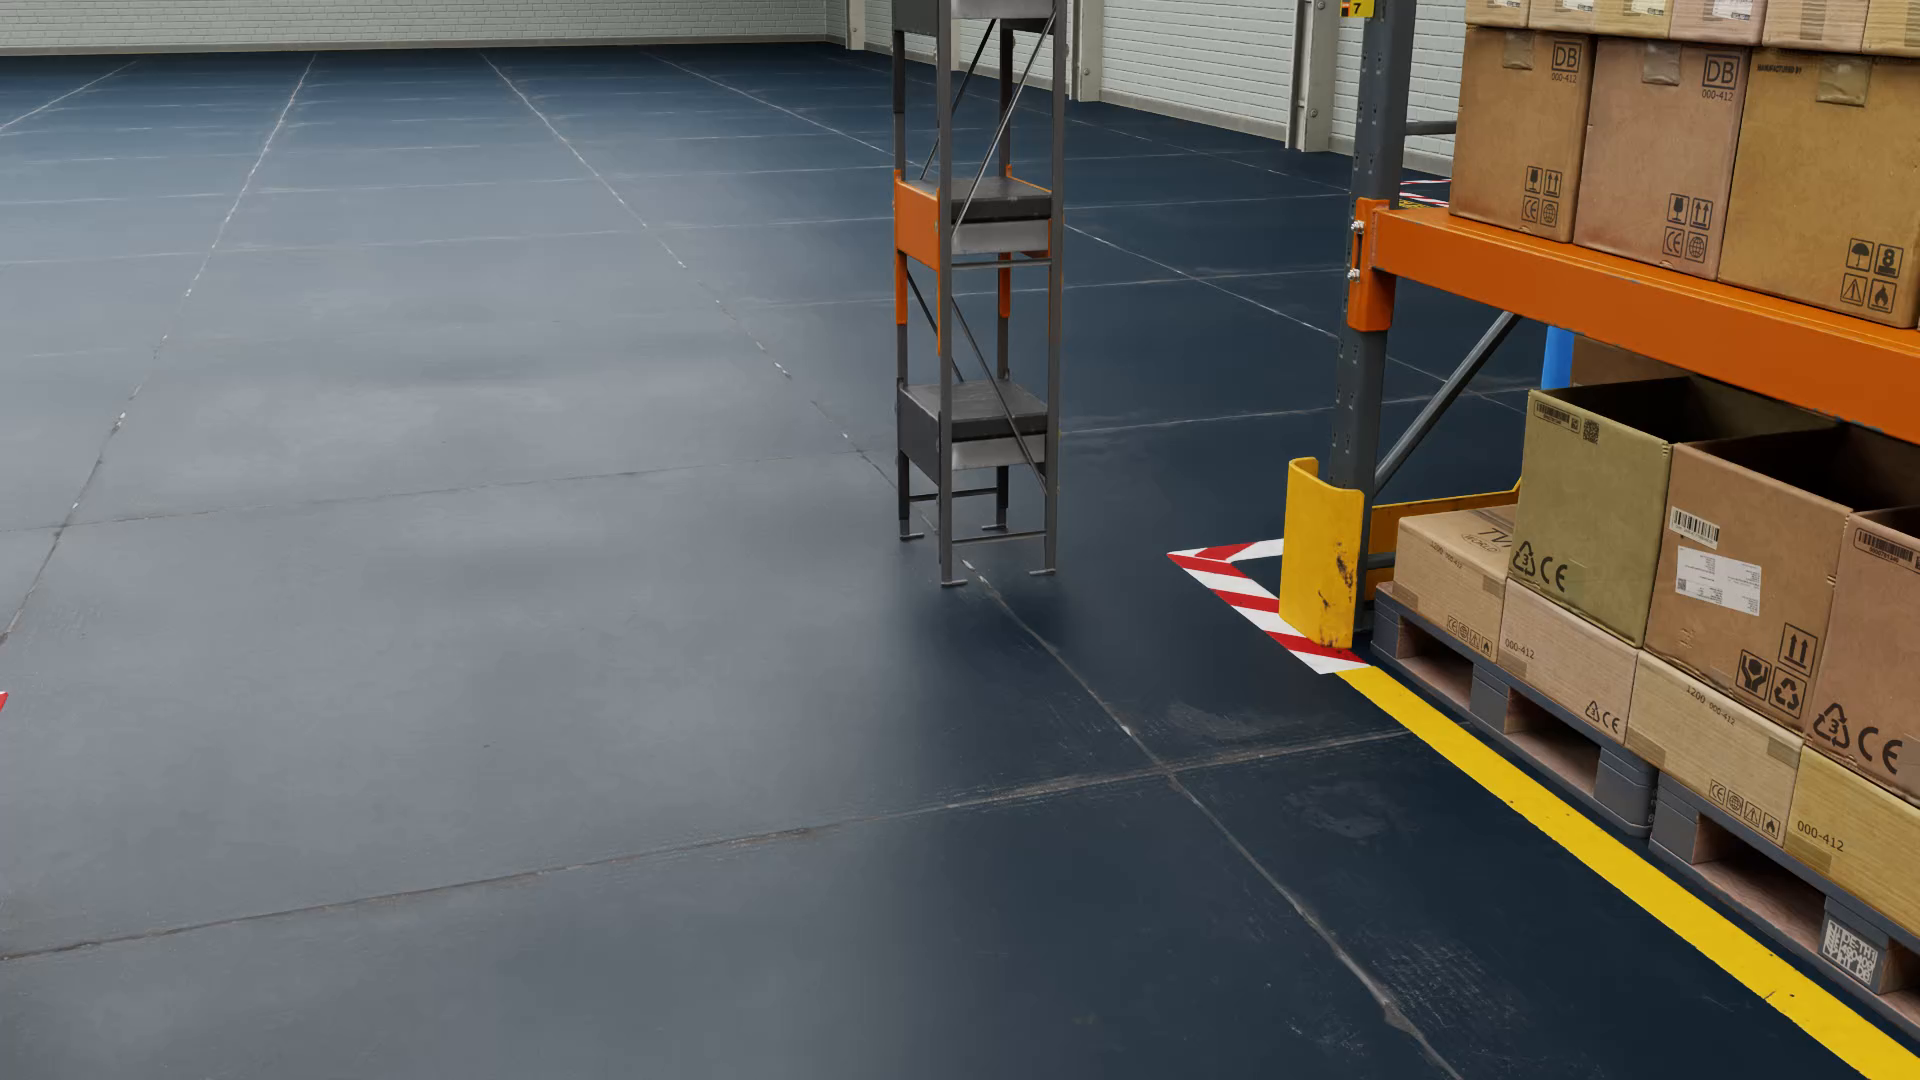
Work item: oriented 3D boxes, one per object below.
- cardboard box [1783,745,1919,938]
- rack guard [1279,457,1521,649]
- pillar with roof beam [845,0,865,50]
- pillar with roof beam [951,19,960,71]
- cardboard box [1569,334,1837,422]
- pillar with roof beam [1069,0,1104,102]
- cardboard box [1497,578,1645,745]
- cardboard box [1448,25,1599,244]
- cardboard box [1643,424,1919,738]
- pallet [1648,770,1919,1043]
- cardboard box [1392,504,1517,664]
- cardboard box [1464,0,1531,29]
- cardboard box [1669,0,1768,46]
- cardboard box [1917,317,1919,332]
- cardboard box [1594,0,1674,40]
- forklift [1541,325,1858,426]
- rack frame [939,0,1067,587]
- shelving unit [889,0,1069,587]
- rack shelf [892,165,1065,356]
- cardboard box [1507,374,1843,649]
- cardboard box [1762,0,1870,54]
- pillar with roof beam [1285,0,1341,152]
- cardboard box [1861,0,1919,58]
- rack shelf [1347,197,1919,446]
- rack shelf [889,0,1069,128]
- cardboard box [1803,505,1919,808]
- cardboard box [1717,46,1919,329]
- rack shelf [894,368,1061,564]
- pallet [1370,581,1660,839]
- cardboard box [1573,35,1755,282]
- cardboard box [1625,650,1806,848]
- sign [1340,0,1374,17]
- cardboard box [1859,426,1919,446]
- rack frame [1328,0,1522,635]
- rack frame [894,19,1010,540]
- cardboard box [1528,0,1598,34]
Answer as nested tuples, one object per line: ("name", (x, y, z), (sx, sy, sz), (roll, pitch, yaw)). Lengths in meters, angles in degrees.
("cardboard box", (2.034, 0.587, 3.291), (0.500, 0.250, 0.500), (-6, 21, -17))
("rack guard", (1.599, -0.018, 5.227), (1.175, 0.500, 0.348), (-6, 21, -17))
("pillar with roof beam", (-6.167, -13.575, 30.398), (9.100, 9.000, 0.400), (-6, 21, -17))
("pillar with roof beam", (-4.281, -11.649, 25.037), (9.100, 9.000, 0.400), (-6, 21, -17))
("cardboard box", (2.058, -0.303, 4.659), (0.500, 0.500, 0.500), (-6, 21, -17))
("pillar with roof beam", (-2.395, -9.724, 19.677), (9.100, 9.000, 0.400), (-6, 21, -17))
("cardboard box", (1.725, 0.265, 4.186), (0.500, 0.250, 0.500), (-6, 21, -17))
("cardboard box", (1.741, -1.083, 4.345), (0.700, 0.500, 0.500), (-6, 21, -17))
("cardboard box", (1.892, 0.072, 3.616), (0.500, 0.500, 0.500), (-6, 21, -17))
("pallet", (2.266, 0.757, 3.496), (1.003, 0.211, 1.213), (-6, 21, -17))
("cardboard box", (1.564, 0.105, 4.632), (0.500, 0.250, 0.500), (-6, 21, -17))
("cardboard box", (1.525, -1.390, 4.242), (0.380, 0.149, 0.250), (-7, 21, -18))
("cardboard box", (1.765, -1.144, 3.558), (0.380, 0.149, 0.250), (-7, 21, -18))
("cardboard box", (2.230, -0.586, 2.963), (0.700, 0.500, 0.500), (-6, 21, -16))
("cardboard box", (1.688, -1.226, 3.784), (0.380, 0.149, 0.250), (-6, 21, -17))
("forklift", (3.432, -1.190, 4.893), (1.130, 2.935, 3.031), (-18, 26, -40))
("rack frame", (0.129, -0.857, 5.196), (0.400, 2.100, 0.015), (-6, 21, -17))
("shelving unit", (0.052, -0.935, 5.414), (0.431, 2.100, 0.503), (-6, 21, -17))
("rack shelf", (0.052, -0.922, 5.418), (0.431, 0.518, 0.480), (-6, 21, -17))
("cardboard box", (1.723, -0.087, 4.059), (0.500, 0.500, 0.500), (-6, 21, -17))
("cardboard box", (1.852, -1.059, 3.321), (0.380, 0.149, 0.250), (-7, 21, -19))
("pillar with roof beam", (-0.509, -7.798, 14.316), (9.100, 9.000, 0.400), (-6, 21, -17))
("cardboard box", (1.932, -0.977, 3.092), (0.380, 0.149, 0.250), (-7, 21, -18))
("rack shelf", (2.235, -0.206, 3.118), (1.077, 0.370, 4.000), (-6, 21, -17))
("rack shelf", (0.052, -1.581, 5.182), (0.431, 0.518, 0.480), (-6, 21, -17))
("cardboard box", (2.033, 0.234, 3.164), (0.500, 0.500, 0.500), (-6, 21, -17))
("cardboard box", (2.061, -0.755, 3.432), (0.700, 0.500, 0.500), (-6, 21, -17))
("rack shelf", (0.052, -0.263, 5.655), (0.431, 0.518, 0.480), (-6, 21, -17))
("pallet", (1.887, 0.366, 4.584), (1.003, 0.211, 1.213), (-6, 21, -17))
("cardboard box", (1.911, -0.915, 3.878), (0.700, 0.500, 0.500), (-6, 21, -16))
("cardboard box", (1.881, 0.426, 3.740), (0.500, 0.250, 0.500), (-6, 21, -17))
("sign", (1.078, -1.574, 4.465), (0.100, 0.325, 0.005), (-6, 21, -17))
("cardboard box", (2.386, 0.017, 3.770), (0.500, 0.500, 0.500), (-6, 21, -17))
("rack frame", (1.607, -1.187, 4.783), (1.000, 3.000, 0.127), (-6, 21, -17))
("rack frame", (-0.025, -1.013, 5.632), (0.400, 2.100, 0.015), (-6, 21, -17))
("cardboard box", (1.611, -1.306, 4.007), (0.380, 0.149, 0.250), (-7, 21, -19))
